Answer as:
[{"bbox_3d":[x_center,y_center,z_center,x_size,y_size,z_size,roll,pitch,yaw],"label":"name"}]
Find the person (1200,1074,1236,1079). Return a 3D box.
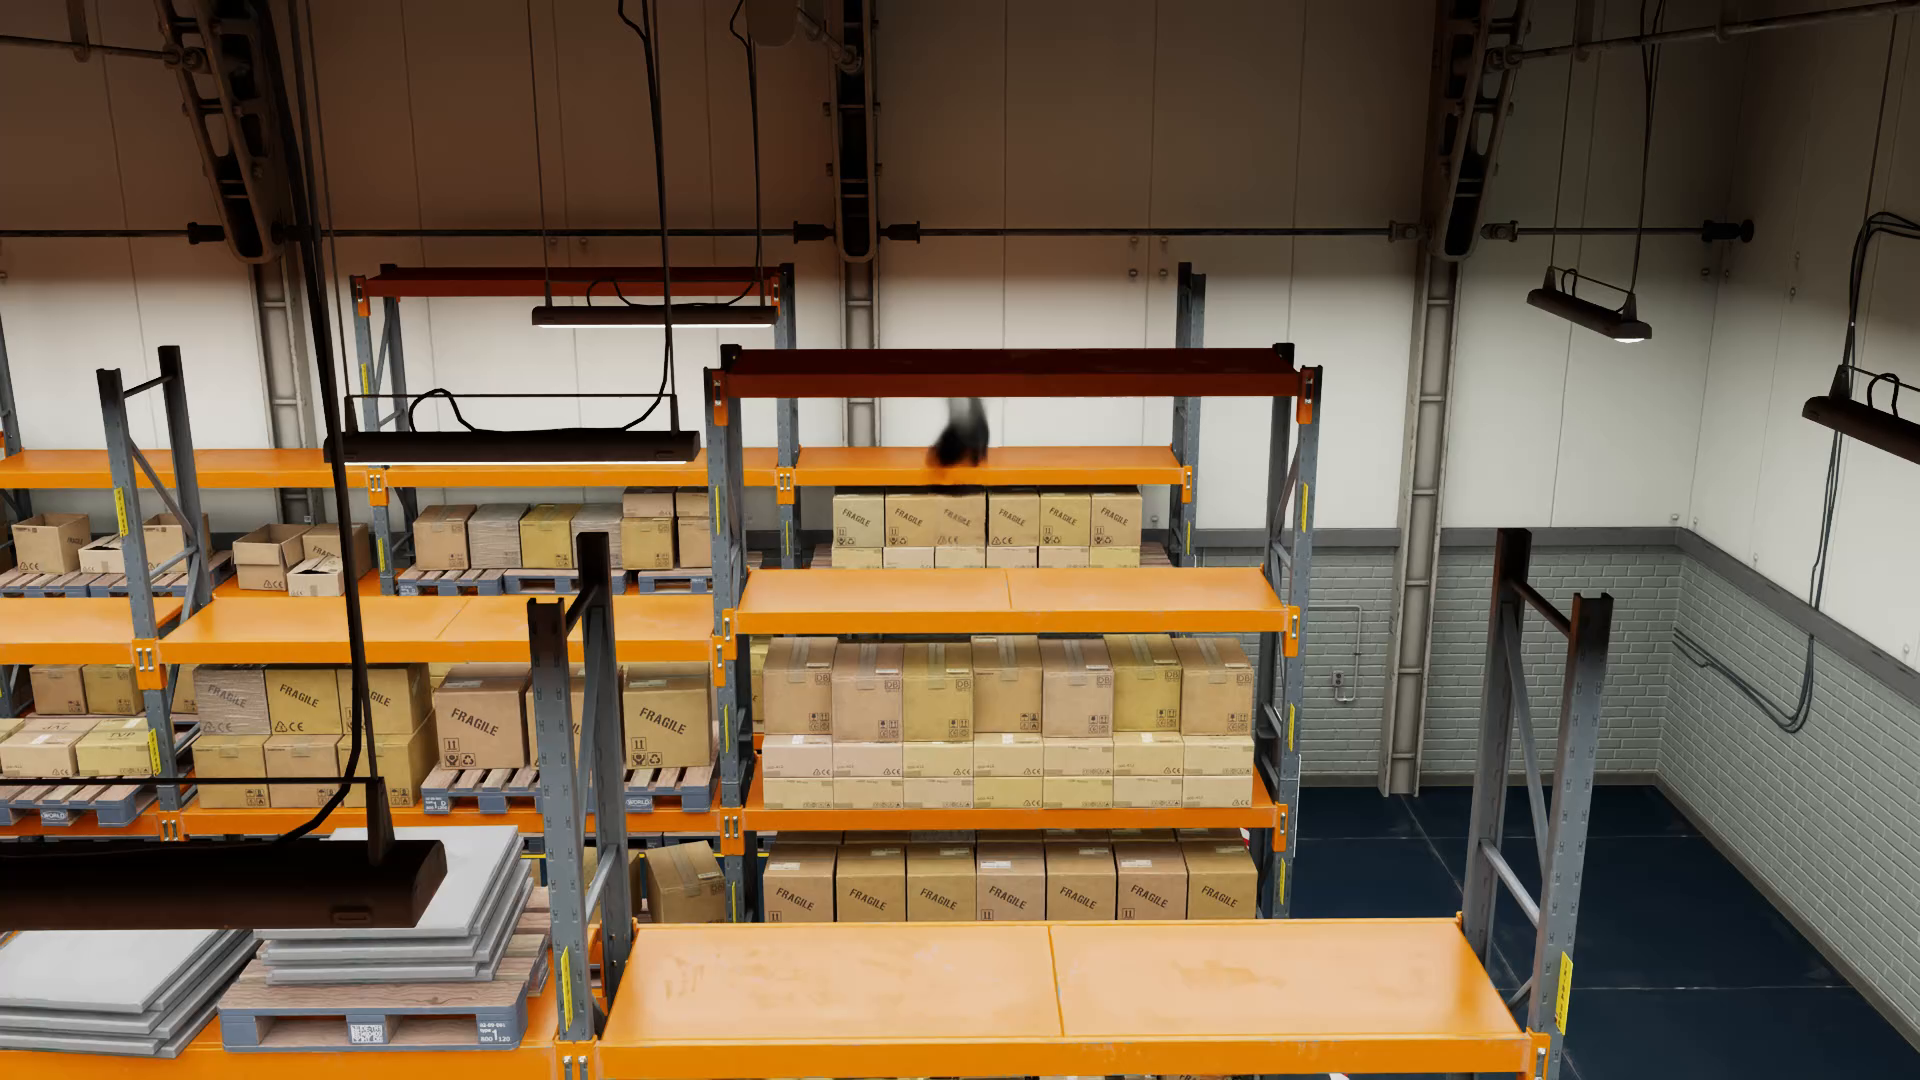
[{"bbox_3d":[1.783,4.177,11.275,0.770,1.641,0.576,-3,16,-10],"label":"person"}]
